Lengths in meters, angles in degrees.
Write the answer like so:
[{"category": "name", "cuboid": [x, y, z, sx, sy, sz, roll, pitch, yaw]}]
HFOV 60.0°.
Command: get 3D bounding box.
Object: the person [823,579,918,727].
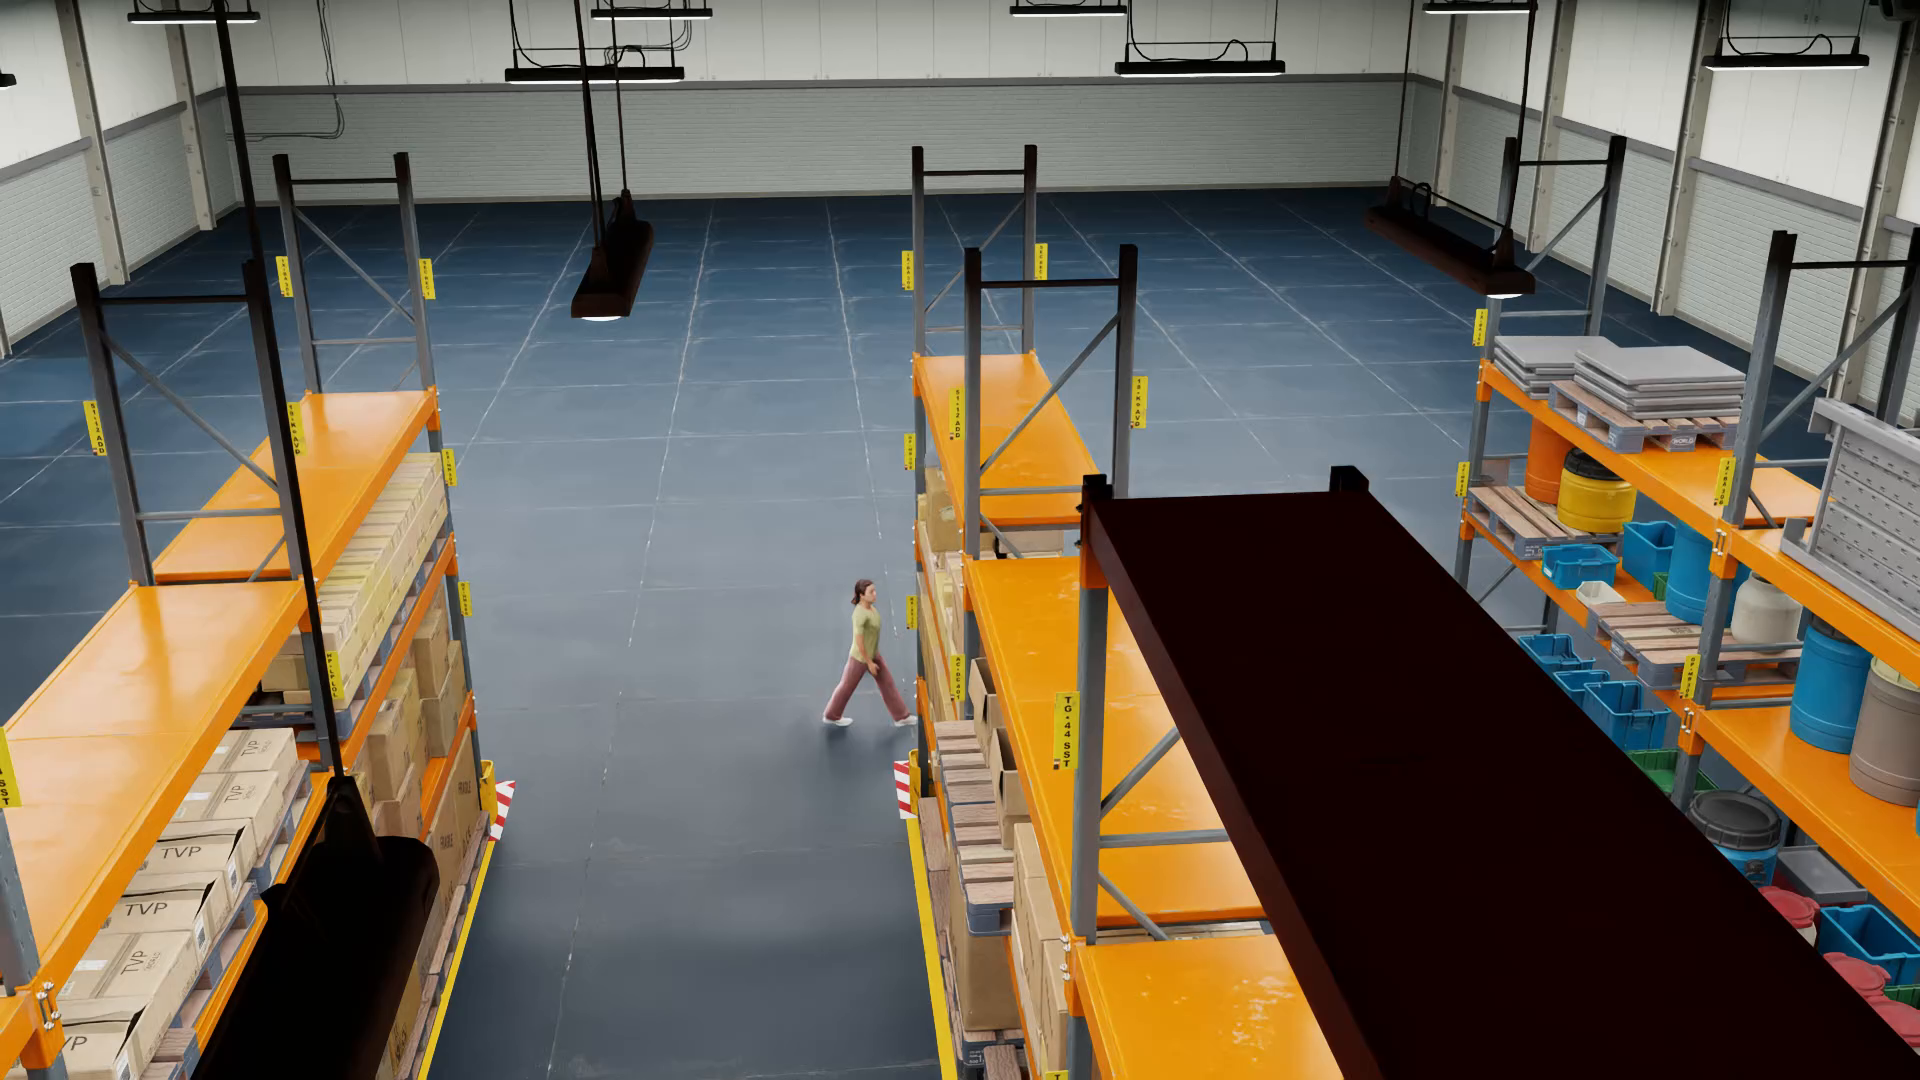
[{"category": "person", "cuboid": [-0.885, 1.141, 16.515, 1.024, 1.593, 0.491, 4, 22, 9]}]
